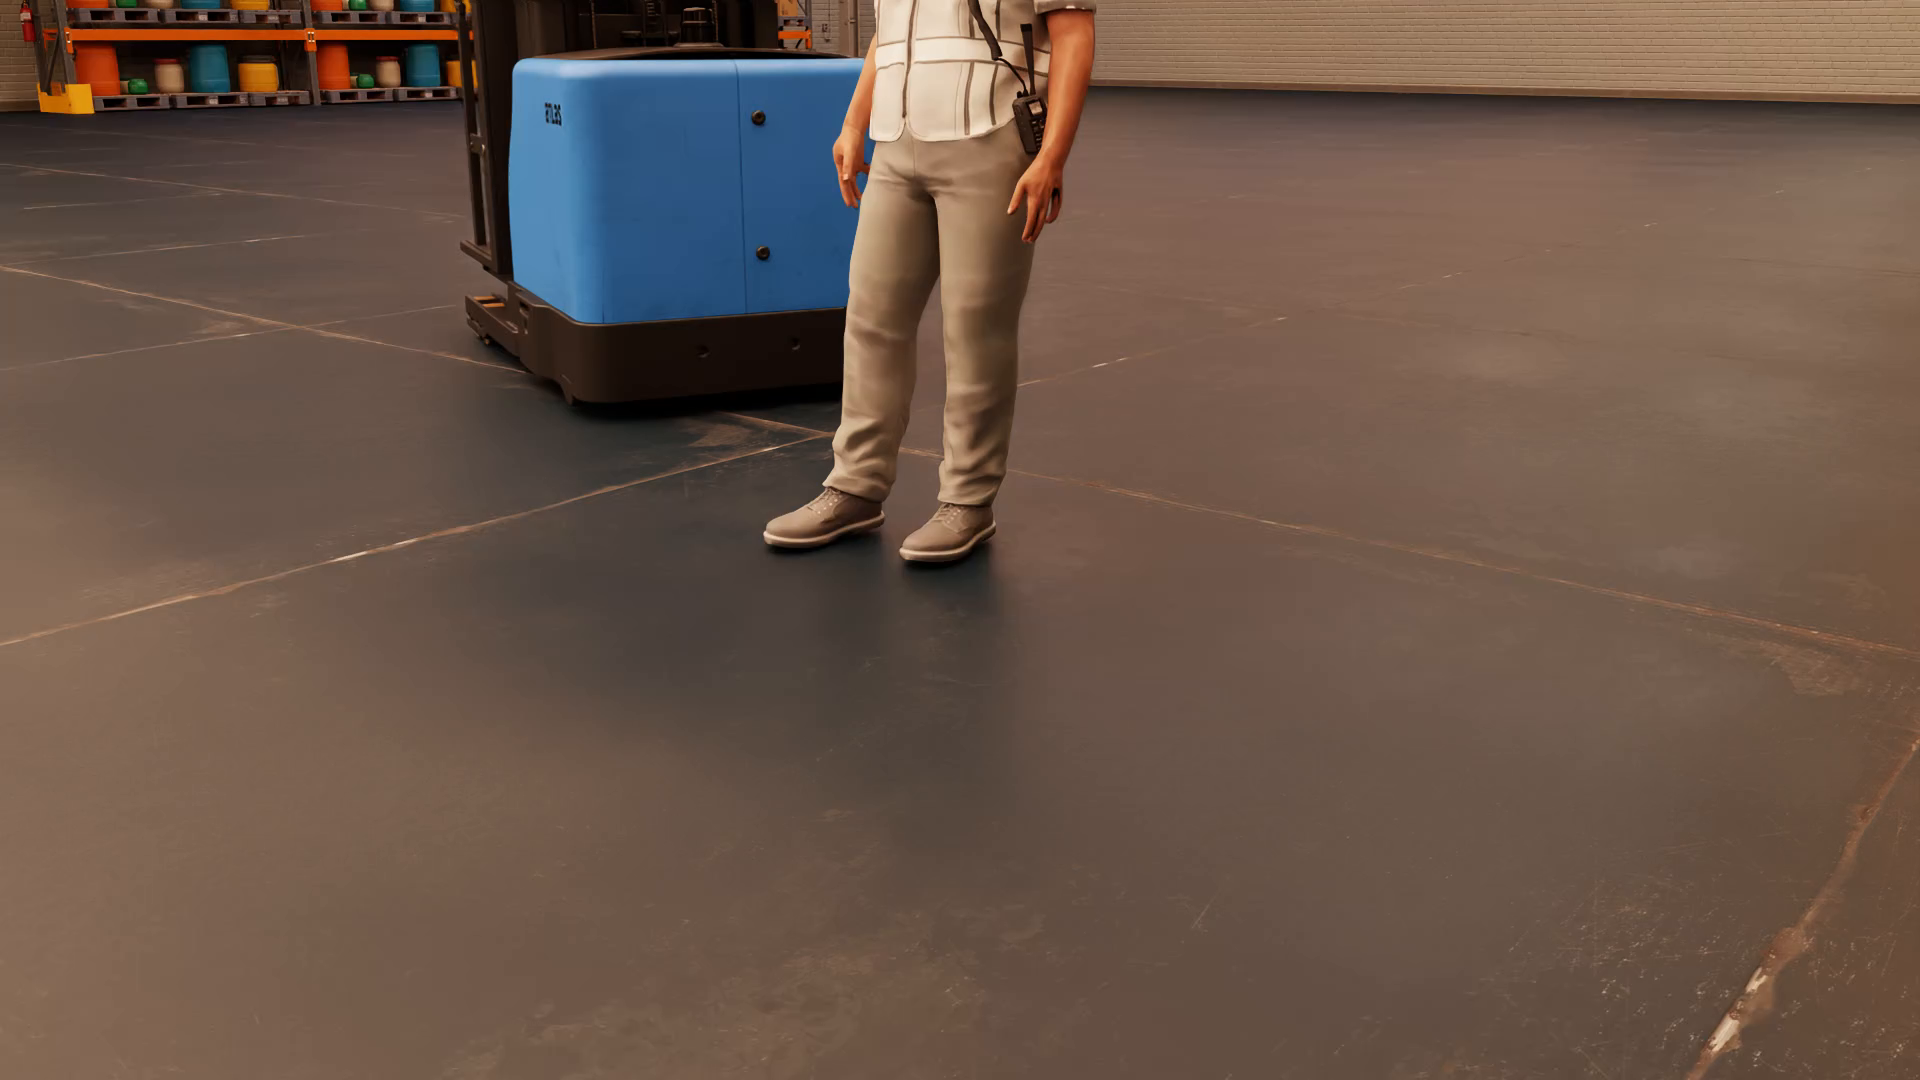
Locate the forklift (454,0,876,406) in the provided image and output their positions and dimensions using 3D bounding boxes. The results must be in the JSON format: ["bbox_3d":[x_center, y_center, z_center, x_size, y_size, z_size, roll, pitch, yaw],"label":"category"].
[{"bbox_3d":[-1.311,-2.202,6.150,1.130,2.935,3.031,-8,19,-24],"label":"forklift"}]

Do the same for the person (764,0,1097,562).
[{"bbox_3d":[-0.059,-0.845,3.630,0.641,1.780,0.574,13,21,37],"label":"person"}]
